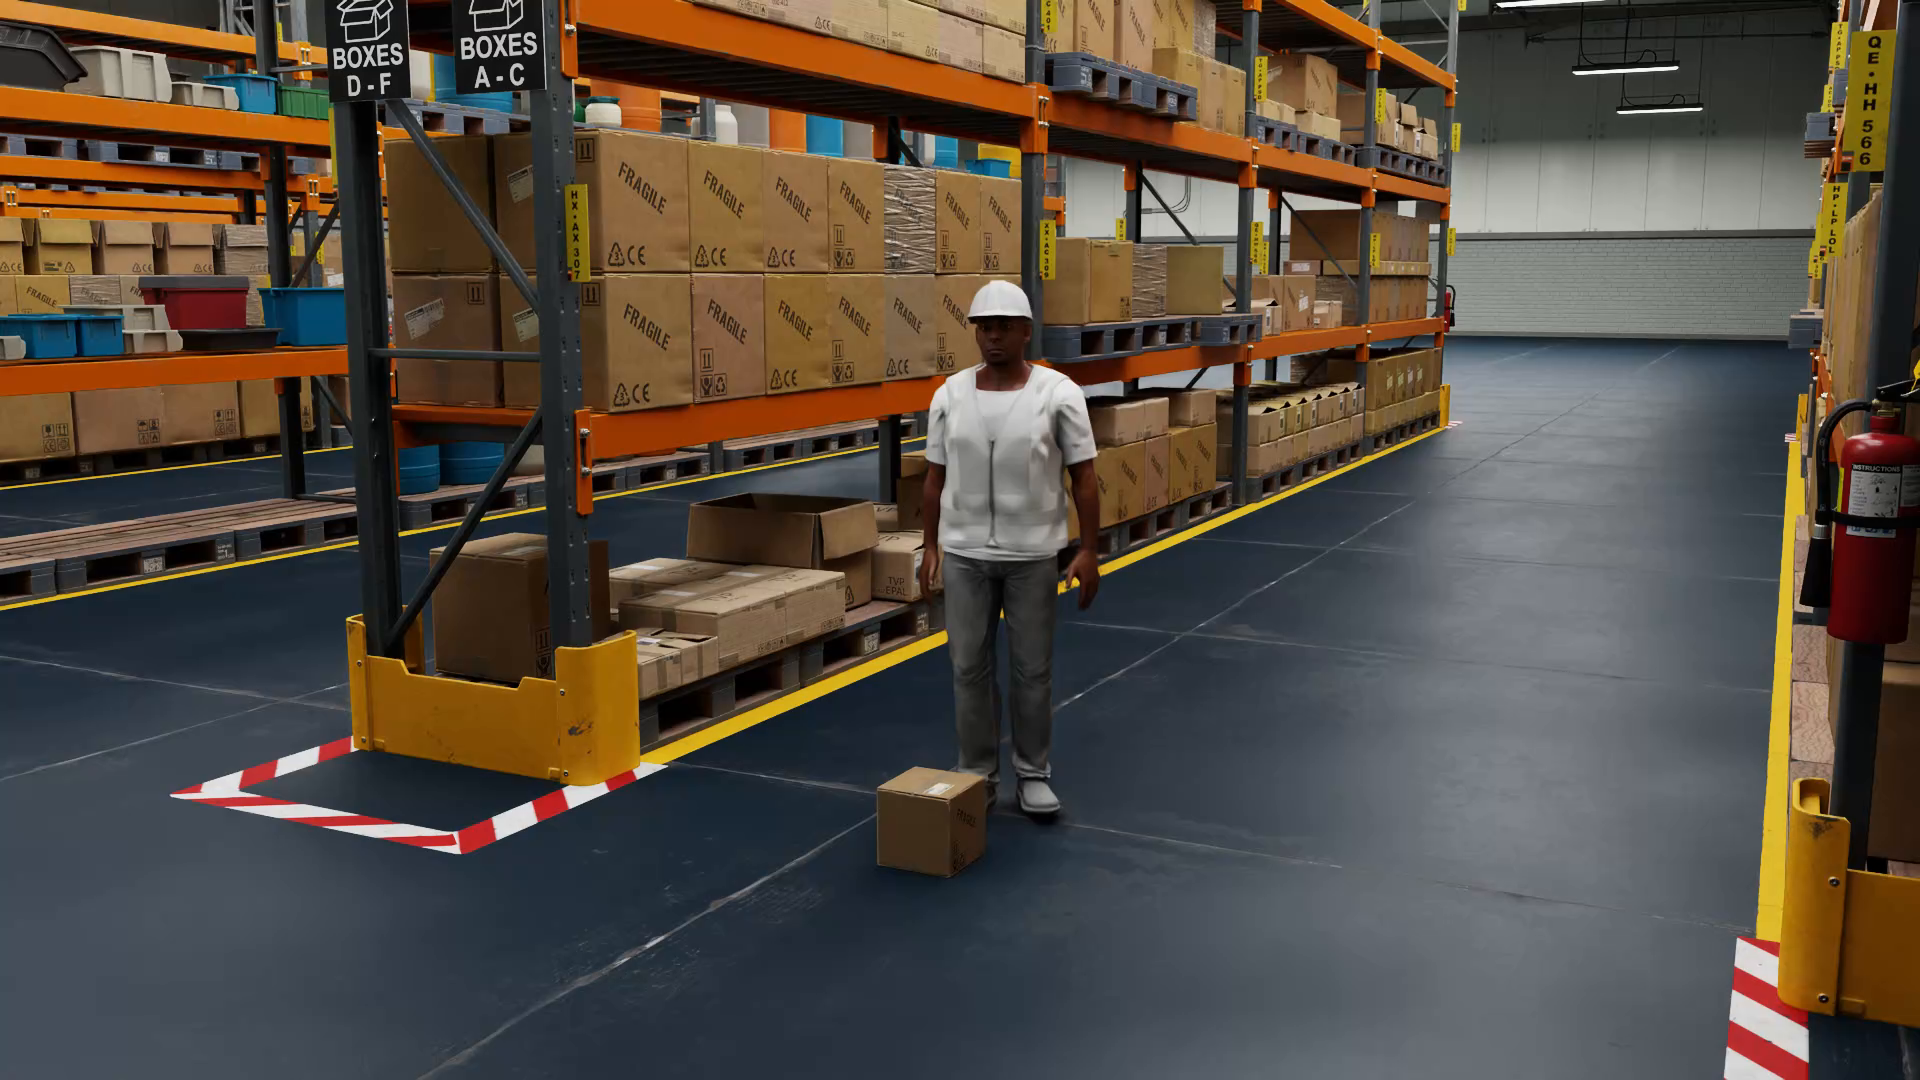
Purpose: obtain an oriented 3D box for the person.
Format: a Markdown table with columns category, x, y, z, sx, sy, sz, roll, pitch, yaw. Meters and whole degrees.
| category | x | y | z | sx | sy | sz | roll | pitch | yaw |
| --- | --- | --- | --- | --- | --- | --- | --- | --- | --- |
| person | 0.161 | 0.050 | 5.473 | 0.610 | 1.792 | 0.388 | 2 | 9 | 13 |
